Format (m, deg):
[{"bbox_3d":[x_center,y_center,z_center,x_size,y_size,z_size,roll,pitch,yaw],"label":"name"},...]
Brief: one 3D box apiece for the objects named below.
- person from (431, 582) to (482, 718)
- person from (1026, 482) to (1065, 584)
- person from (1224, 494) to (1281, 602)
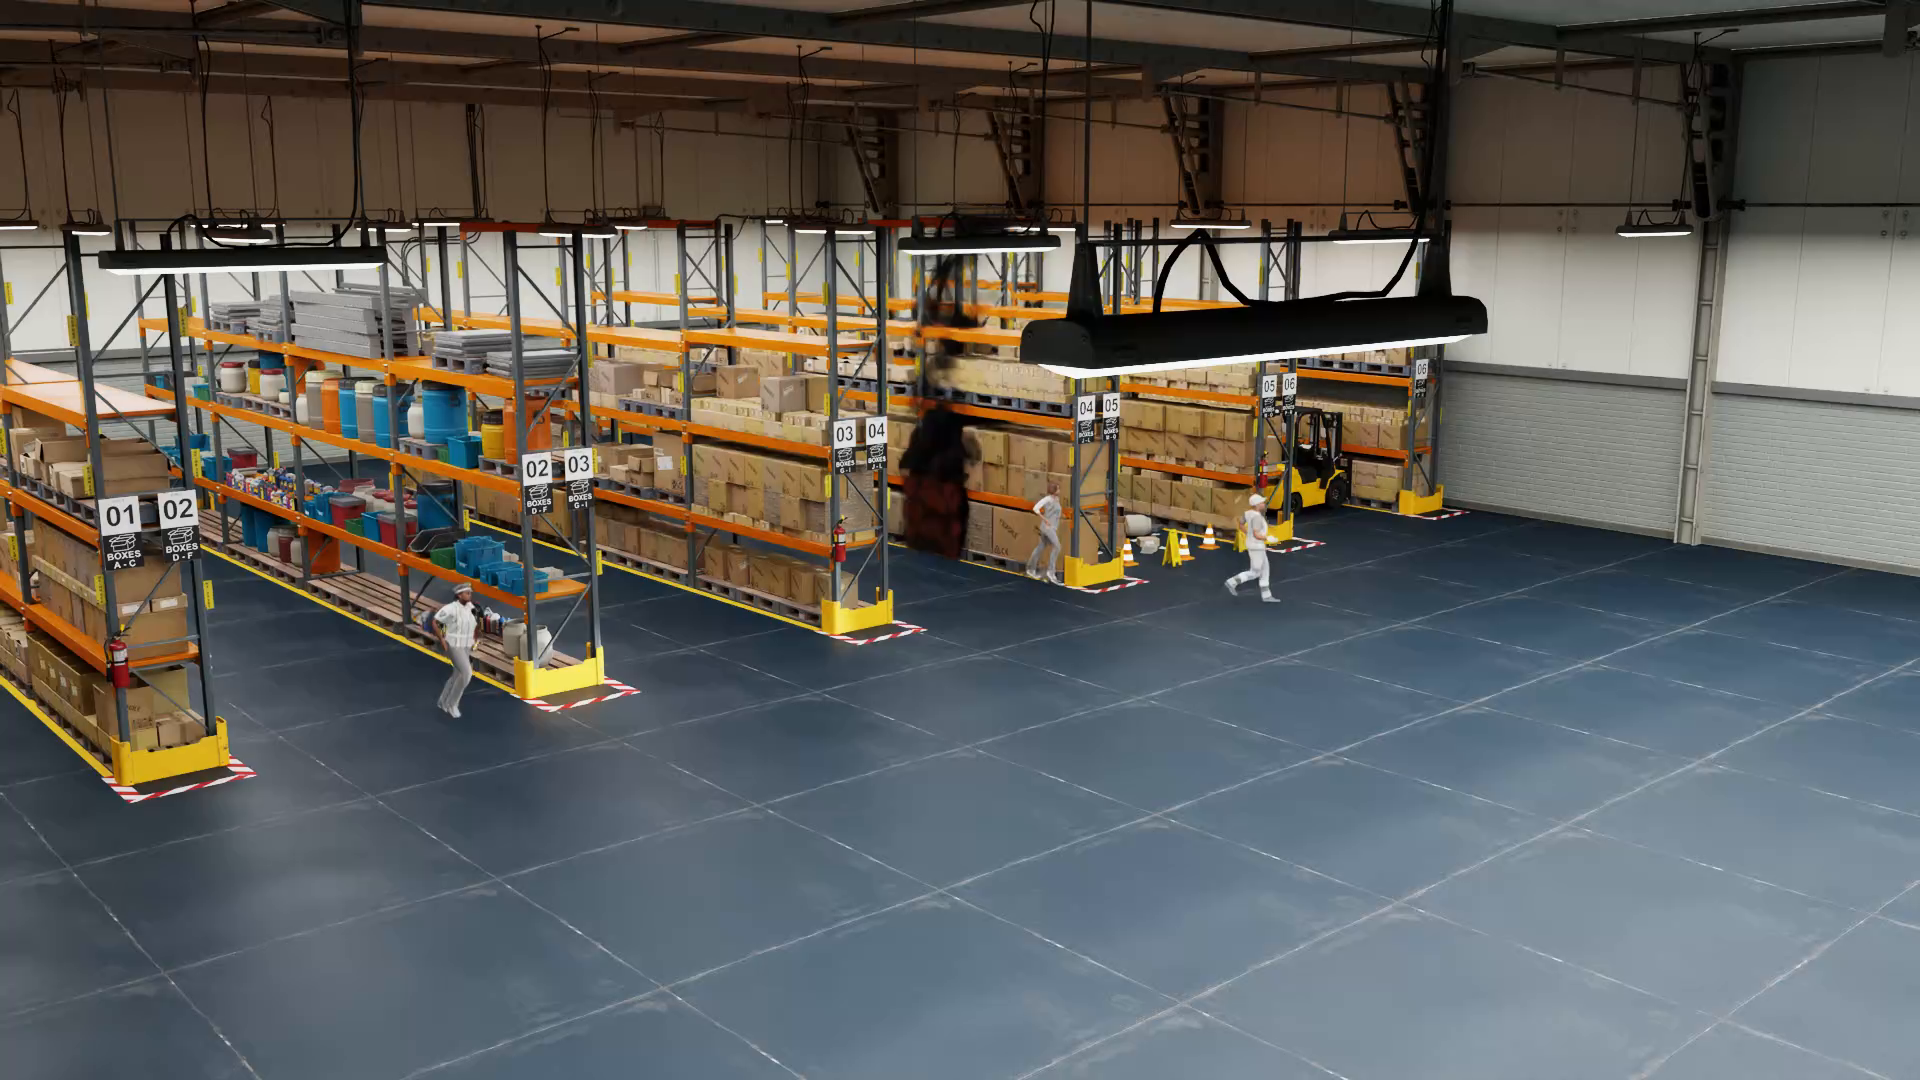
[{"bbox_3d":[-6.306,1.369,20.977,0.648,1.686,0.615,5,12,23],"label":"person"},{"bbox_3d":[1.414,-0.141,27.225,0.632,1.636,0.538,3,12,16],"label":"person"},{"bbox_3d":[4.710,0.145,26.666,0.935,1.781,0.661,0,11,1],"label":"person"}]
